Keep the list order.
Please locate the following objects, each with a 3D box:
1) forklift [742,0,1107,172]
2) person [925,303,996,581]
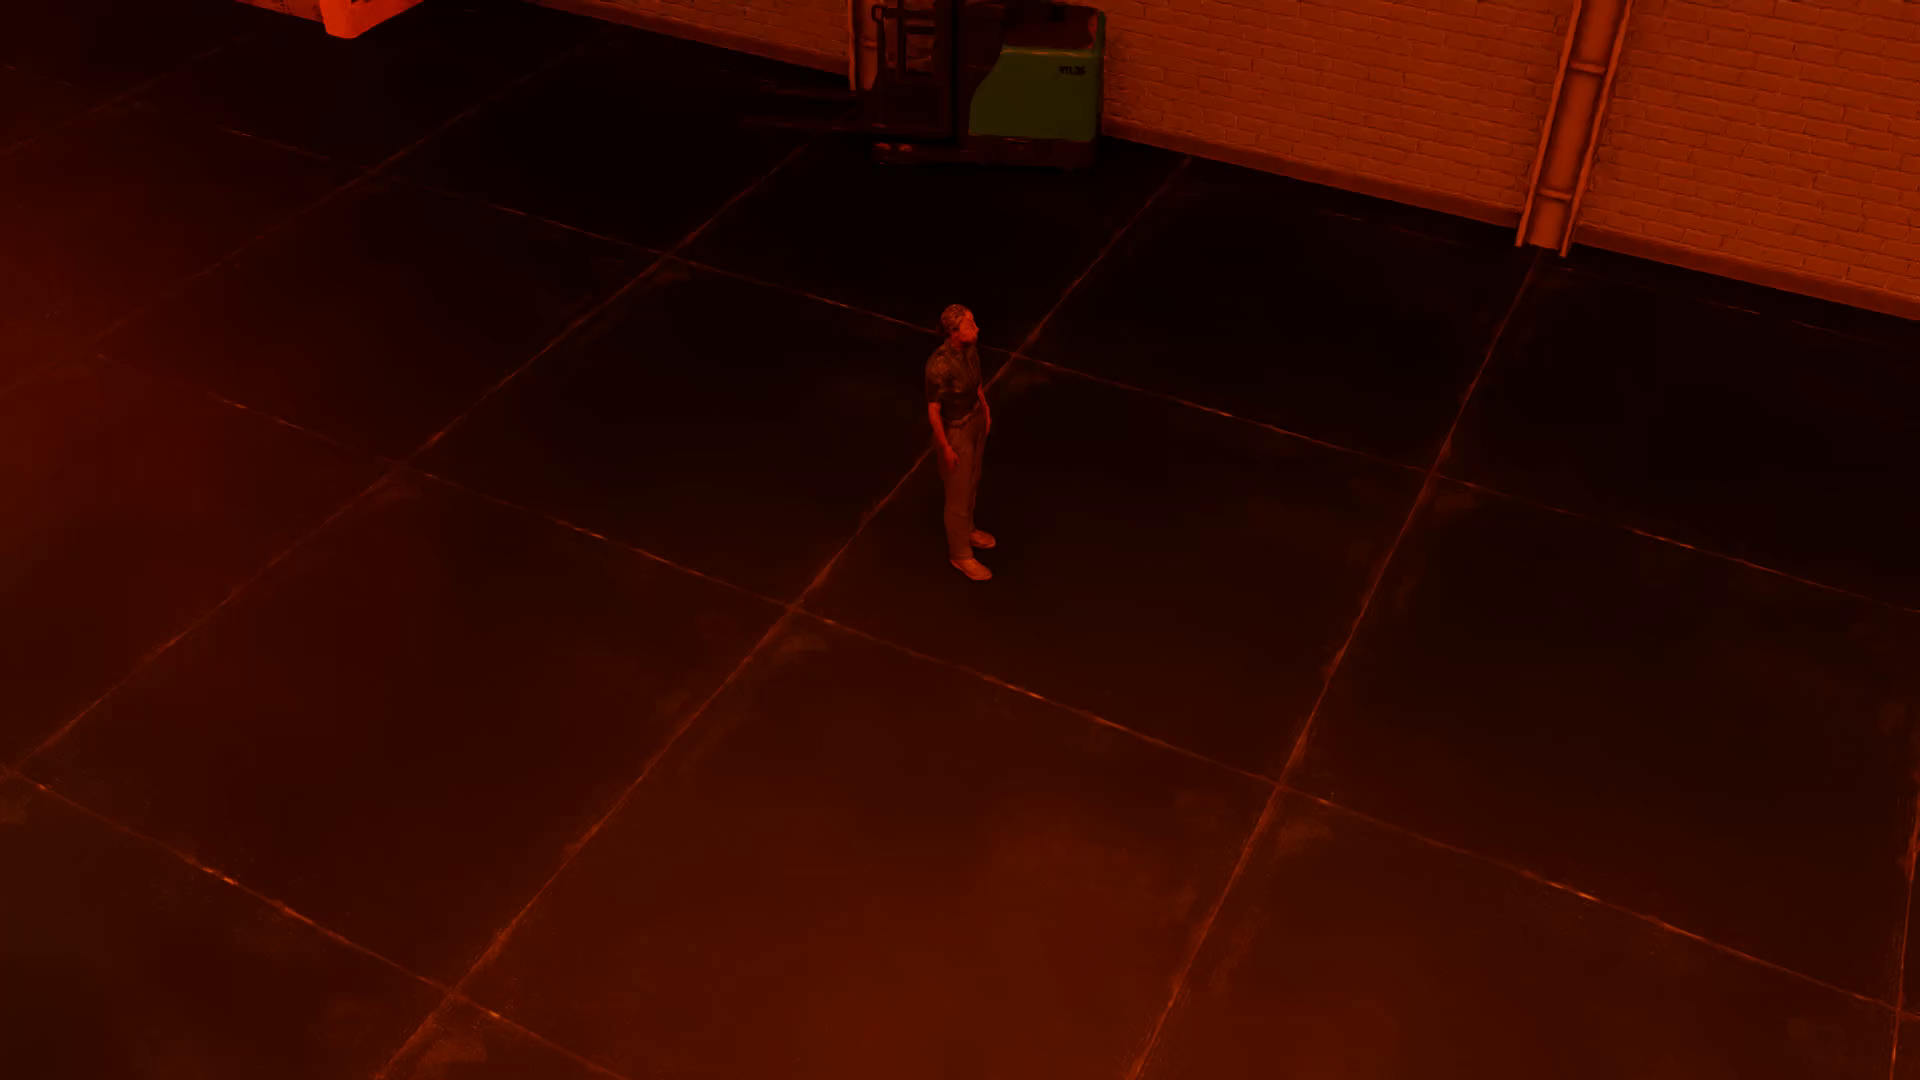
[{"bbox_3d":[-0.310,-4.612,13.462,3.031,2.935,1.130,5,40,6],"label":"forklift"},{"bbox_3d":[0.069,-0.601,9.680,0.503,1.654,0.570,18,43,21],"label":"person"}]
